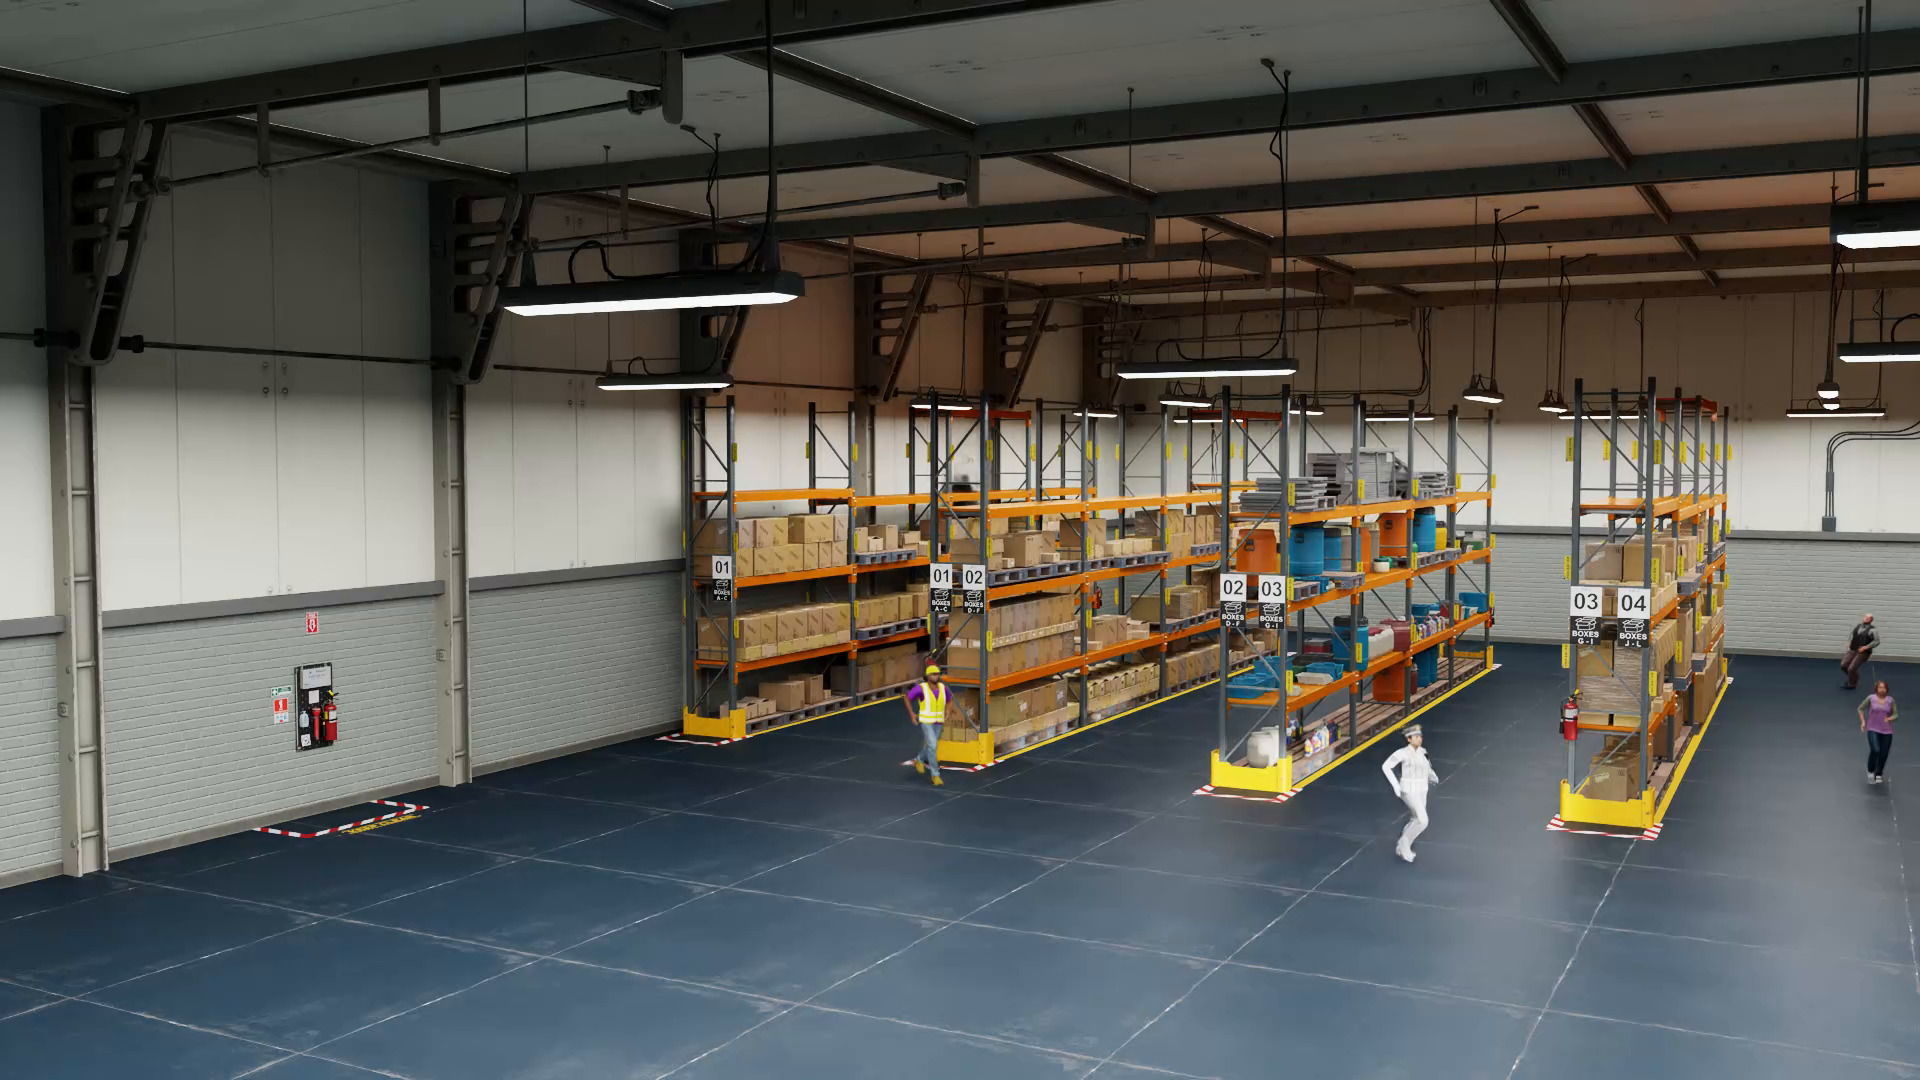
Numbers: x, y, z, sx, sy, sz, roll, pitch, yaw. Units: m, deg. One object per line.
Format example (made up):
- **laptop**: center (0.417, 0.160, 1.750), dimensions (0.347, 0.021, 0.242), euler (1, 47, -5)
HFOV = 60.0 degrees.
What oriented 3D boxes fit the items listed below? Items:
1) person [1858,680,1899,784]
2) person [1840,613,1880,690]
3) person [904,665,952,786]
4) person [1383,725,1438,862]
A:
- **person**: center (13.768, 2.887, 24.914), dimensions (0.509, 1.557, 0.635), euler (1, 3, 18)
- **person**: center (18.840, 2.350, 34.876), dimensions (0.542, 1.638, 0.729), euler (-1, 3, -20)
- **person**: center (-0.440, 2.790, 25.344), dimensions (0.720, 1.777, 0.934), euler (-2, 4, -34)
- **person**: center (5.561, 3.088, 20.282), dimensions (0.591, 1.665, 0.640), euler (-2, 4, -33)
